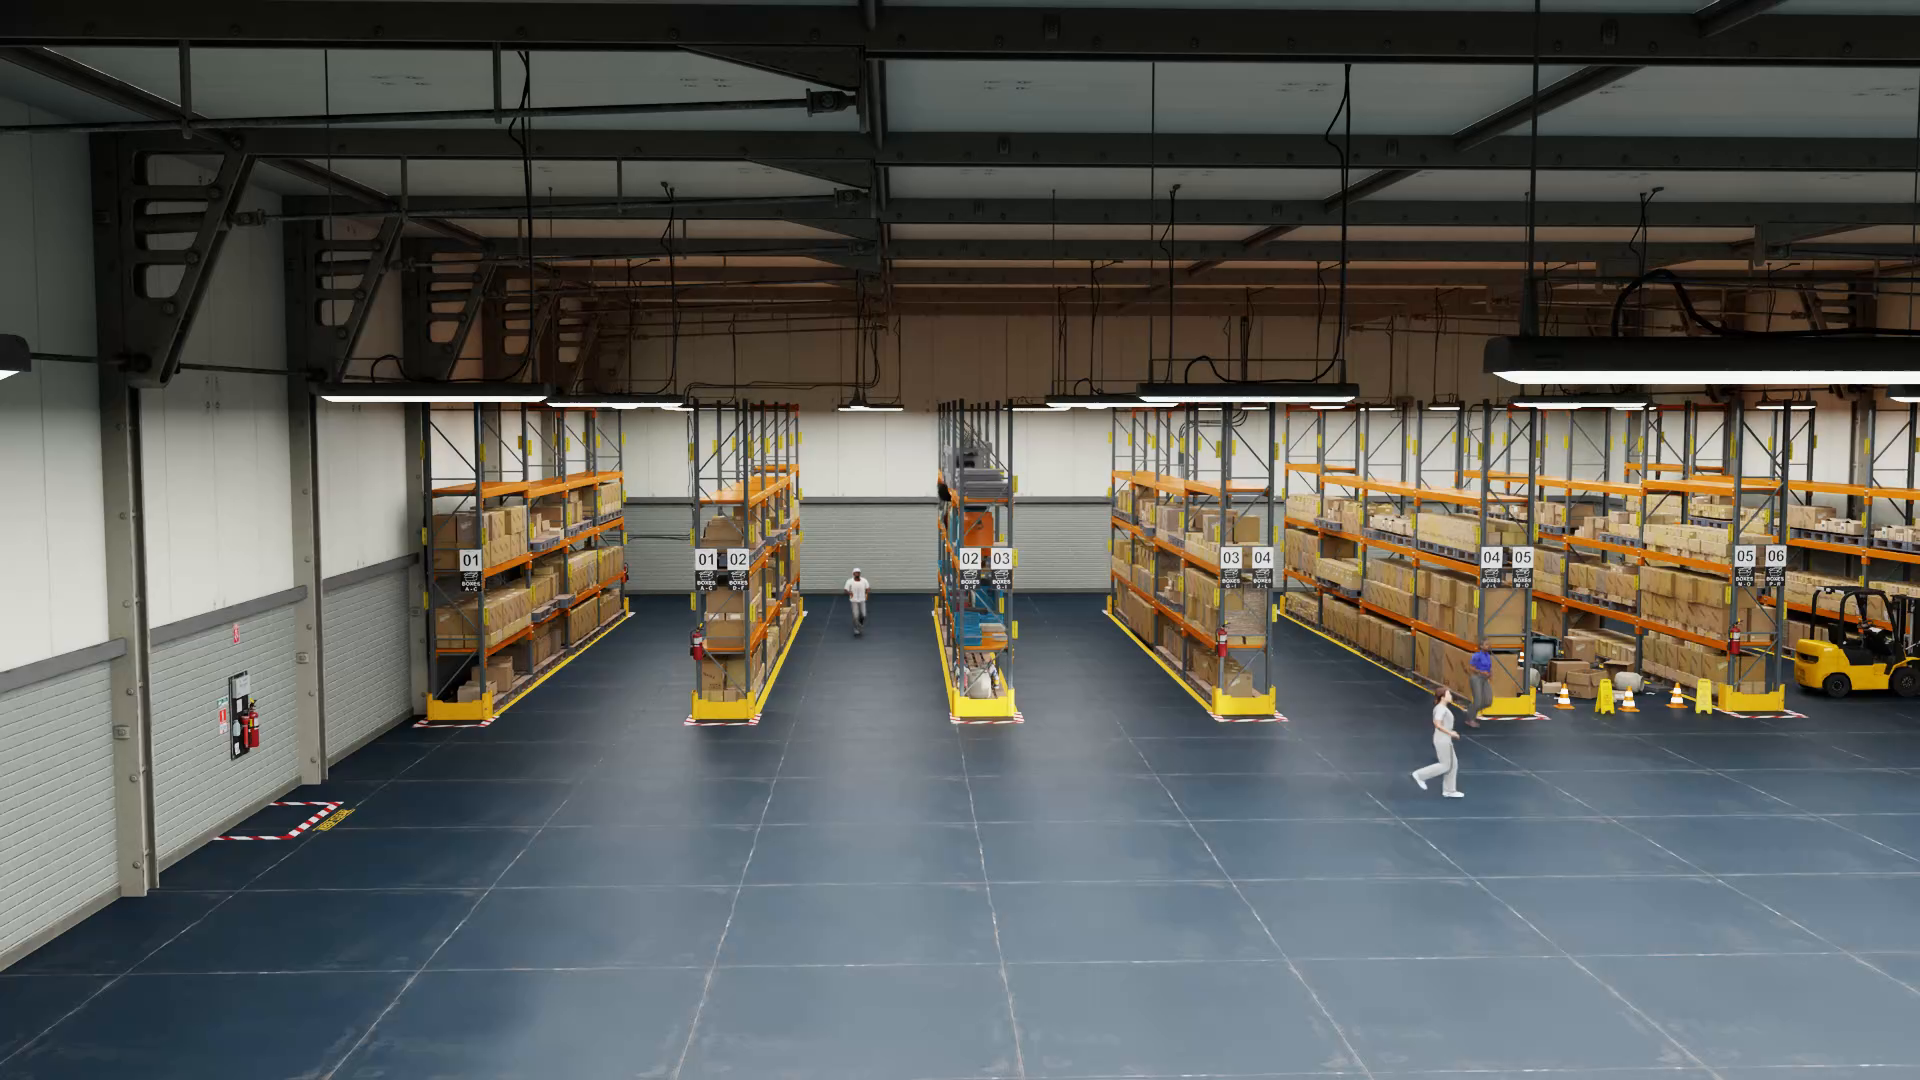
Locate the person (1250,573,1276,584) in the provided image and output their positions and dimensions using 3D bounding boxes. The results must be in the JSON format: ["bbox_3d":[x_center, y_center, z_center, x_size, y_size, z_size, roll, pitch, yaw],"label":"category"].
[{"bbox_3d":[8.109,1.442,44.560,0.698,1.823,0.989,0,4,-1],"label":"person"}]

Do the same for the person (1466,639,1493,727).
[{"bbox_3d":[9.586,2.613,30.499,0.598,1.603,0.586,-3,5,-32],"label":"person"}]

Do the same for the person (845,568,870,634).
[{"bbox_3d":[-2.635,1.579,43.040,0.686,1.721,0.597,-1,4,-13],"label":"person"}]

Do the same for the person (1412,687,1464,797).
[{"bbox_3d":[7.161,3.010,24.856,0.752,1.643,0.563,1,5,16],"label":"person"}]
